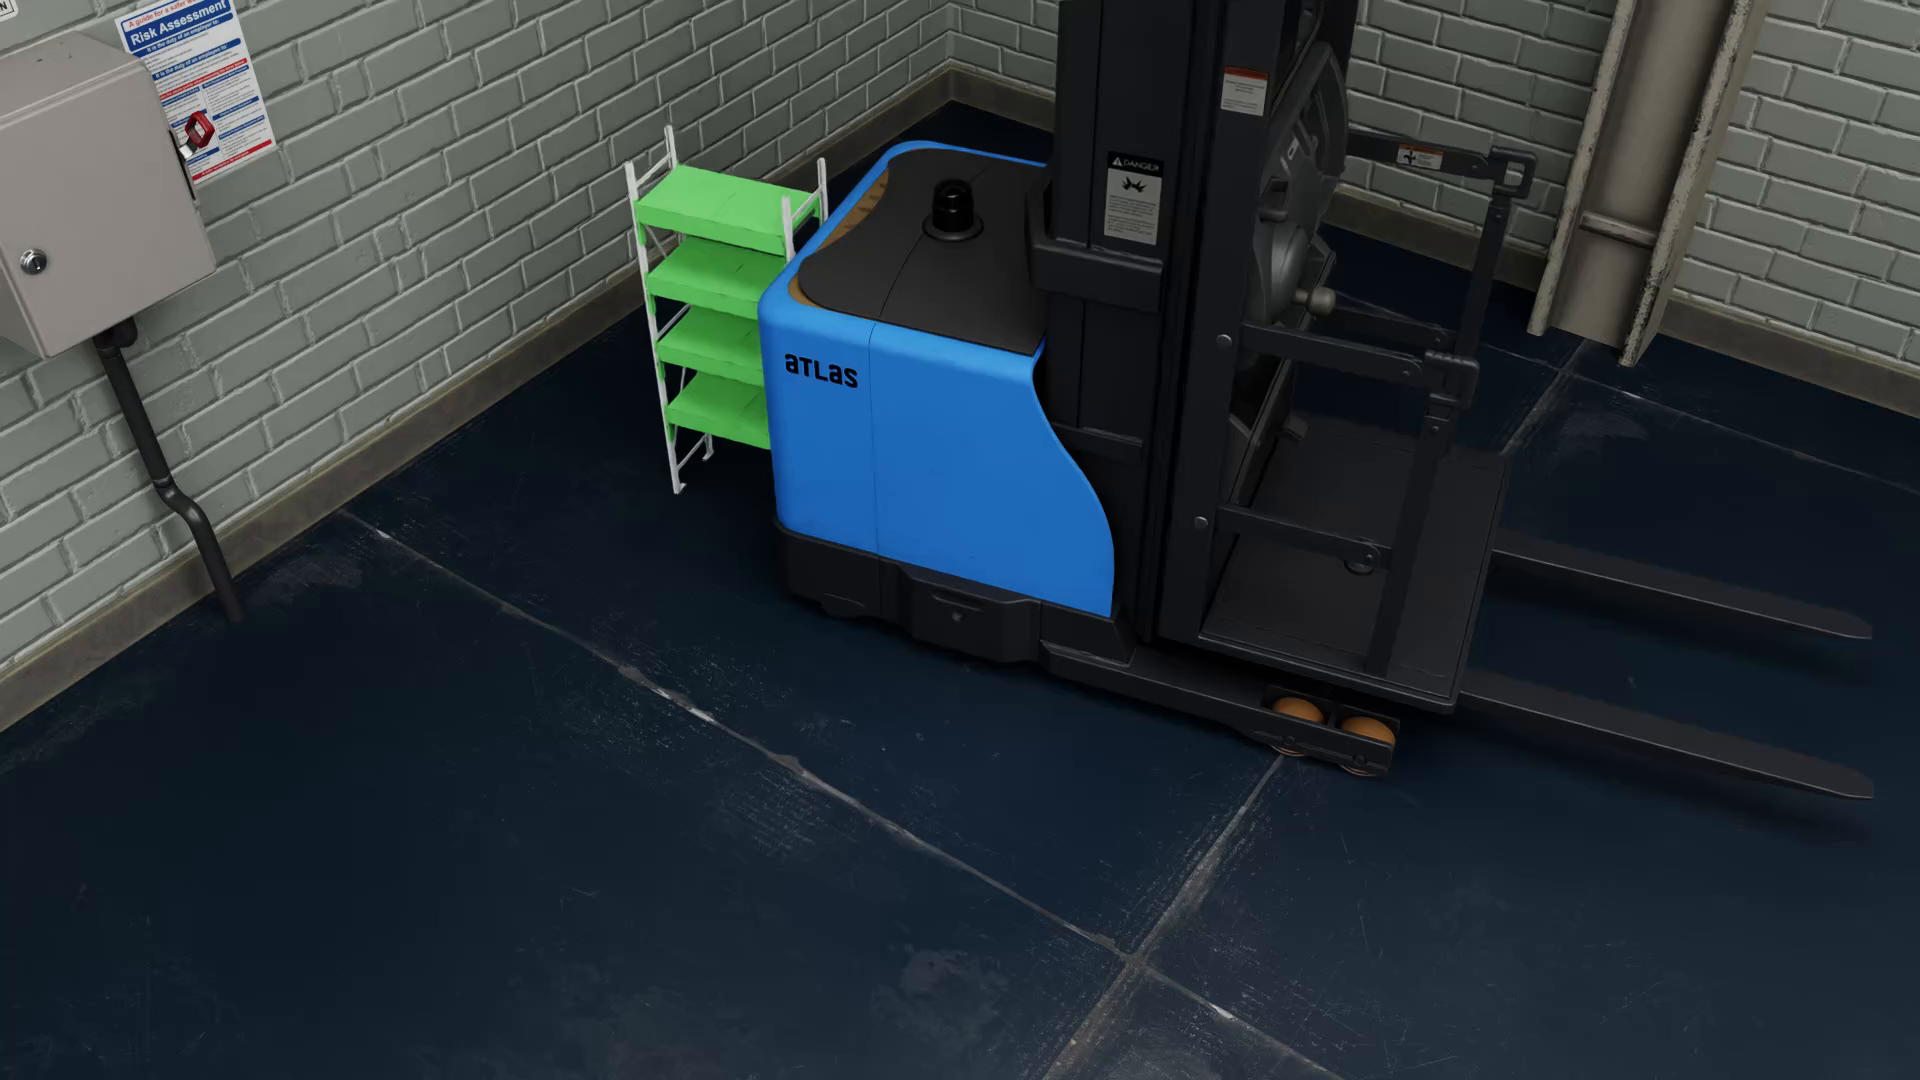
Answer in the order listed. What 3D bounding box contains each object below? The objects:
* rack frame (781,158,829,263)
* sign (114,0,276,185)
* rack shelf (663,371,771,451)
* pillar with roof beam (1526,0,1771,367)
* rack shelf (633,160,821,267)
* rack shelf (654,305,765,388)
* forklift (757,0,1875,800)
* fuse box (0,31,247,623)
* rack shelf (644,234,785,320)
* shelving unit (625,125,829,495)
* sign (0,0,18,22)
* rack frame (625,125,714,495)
[{"bbox_3d":[-0.429,-0.545,4.960,0.015,1.200,0.240,15,44,17],"label":"rack frame"},{"bbox_3d":[-2.020,-1.207,4.420,0.001,0.494,0.329,25,48,25],"label":"sign"},{"bbox_3d":[-0.654,-0.381,5.232,0.480,0.148,0.258,15,44,17],"label":"rack shelf"},{"bbox_3d":[-0.145,-1.777,0.488,0.400,9.000,9.100,25,48,25],"label":"pillar with roof beam"},{"bbox_3d":[-0.654,-0.918,4.752,0.480,0.148,0.258,15,44,17],"label":"rack shelf"},{"bbox_3d":[-0.654,-0.560,5.072,0.480,0.148,0.258,15,44,17],"label":"rack shelf"},{"bbox_3d":[1.019,-0.853,4.005,3.031,2.935,1.130,15,44,16],"label":"forklift"},{"bbox_3d":[-2.134,-0.413,4.428,0.414,1.711,0.539,25,48,25],"label":"fuse box"},{"bbox_3d":[-0.654,-0.739,4.912,0.480,0.148,0.258,15,44,17],"label":"rack shelf"},{"bbox_3d":[-0.654,-0.608,5.029,0.503,1.200,0.258,15,44,17],"label":"shelving unit"},{"bbox_3d":[-2.336,-1.250,3.778,0.001,0.242,0.339,25,48,25],"label":"sign"},{"bbox_3d":[-0.879,-0.670,5.099,0.015,1.200,0.240,15,44,17],"label":"rack frame"}]
